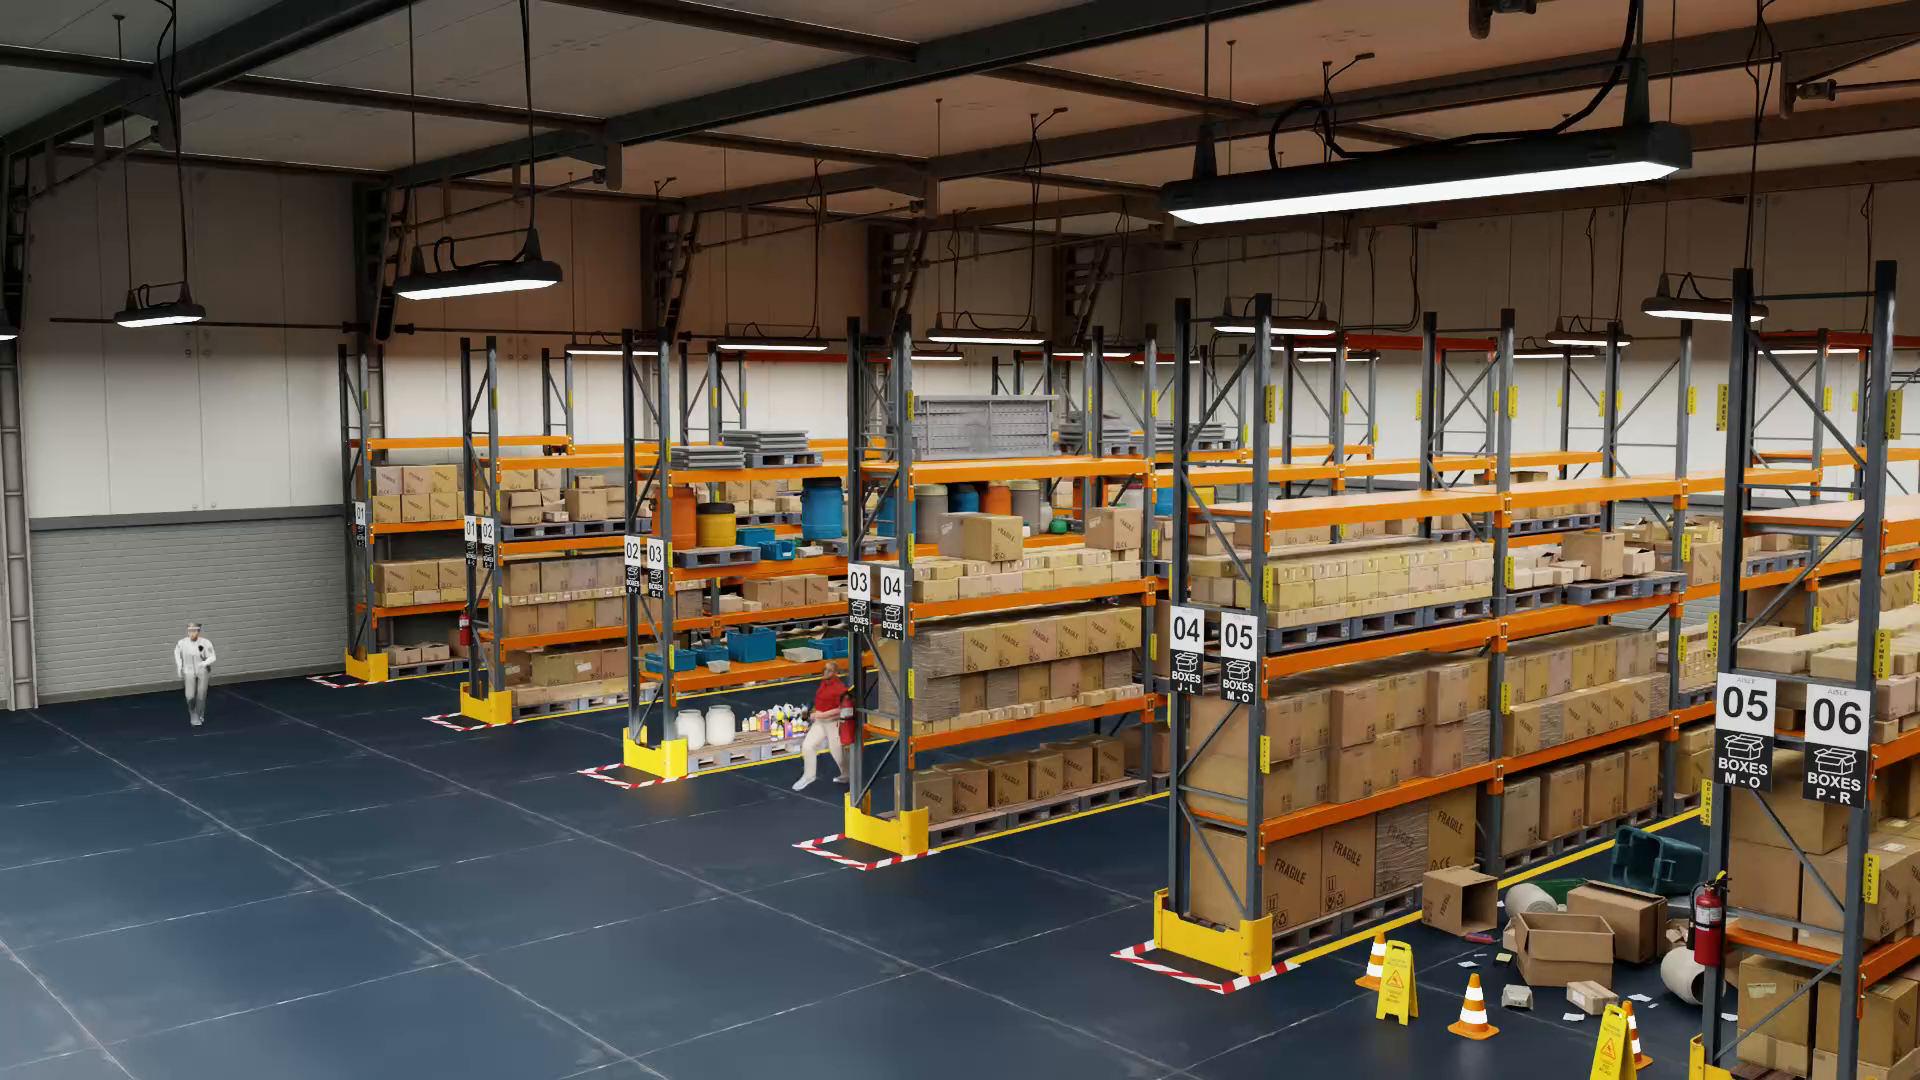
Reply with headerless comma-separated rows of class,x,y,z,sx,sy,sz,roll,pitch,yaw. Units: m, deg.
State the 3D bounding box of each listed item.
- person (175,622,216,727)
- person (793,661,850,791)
person,-11.740,2.065,25.533,0.604,1.659,0.730,-2,5,-17
person,-1.685,2.388,21.472,0.835,1.711,0.732,-5,7,-45
